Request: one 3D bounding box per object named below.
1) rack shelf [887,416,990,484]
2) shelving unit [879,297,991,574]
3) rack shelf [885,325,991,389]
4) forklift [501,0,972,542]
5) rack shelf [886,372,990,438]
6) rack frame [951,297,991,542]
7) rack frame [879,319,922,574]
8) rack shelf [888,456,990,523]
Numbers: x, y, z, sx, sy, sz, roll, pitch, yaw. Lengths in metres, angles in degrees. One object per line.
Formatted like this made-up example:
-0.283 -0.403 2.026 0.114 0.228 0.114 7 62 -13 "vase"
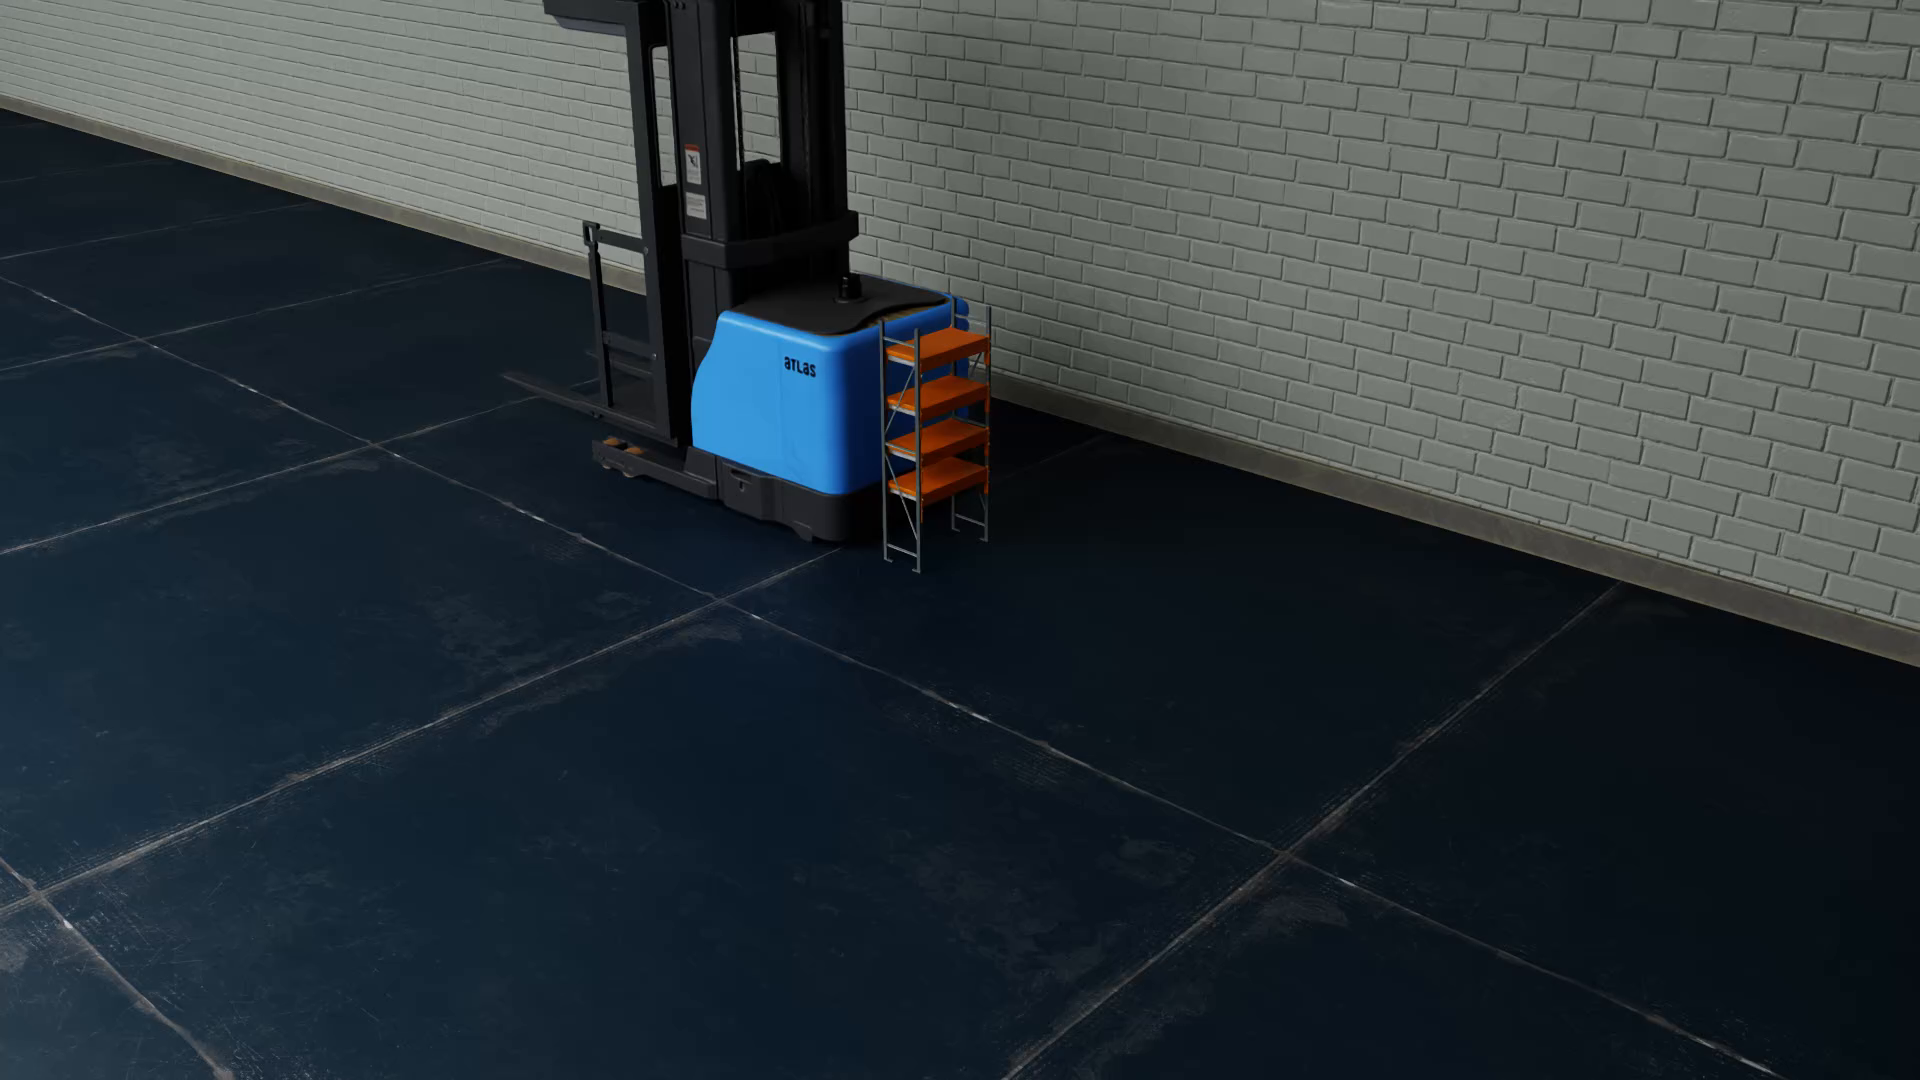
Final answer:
-0.110 -0.436 7.920 0.258 0.148 0.480 20 31 38 "rack shelf"
-0.110 -0.497 7.892 0.258 1.200 0.503 20 31 38 "shelving unit"
-0.110 -0.856 7.731 0.258 0.148 0.480 20 31 38 "rack shelf"
-1.378 -1.815 8.716 3.031 2.935 1.130 20 31 37 "forklift"
-0.110 -0.640 7.828 0.258 0.148 0.480 20 31 38 "rack shelf"
0.052 -0.571 8.058 0.240 1.200 0.015 20 31 38 "rack frame"
-0.273 -0.423 7.726 0.240 1.200 0.015 20 31 38 "rack frame"
-0.110 -0.254 8.001 0.258 0.148 0.480 20 31 38 "rack shelf"
